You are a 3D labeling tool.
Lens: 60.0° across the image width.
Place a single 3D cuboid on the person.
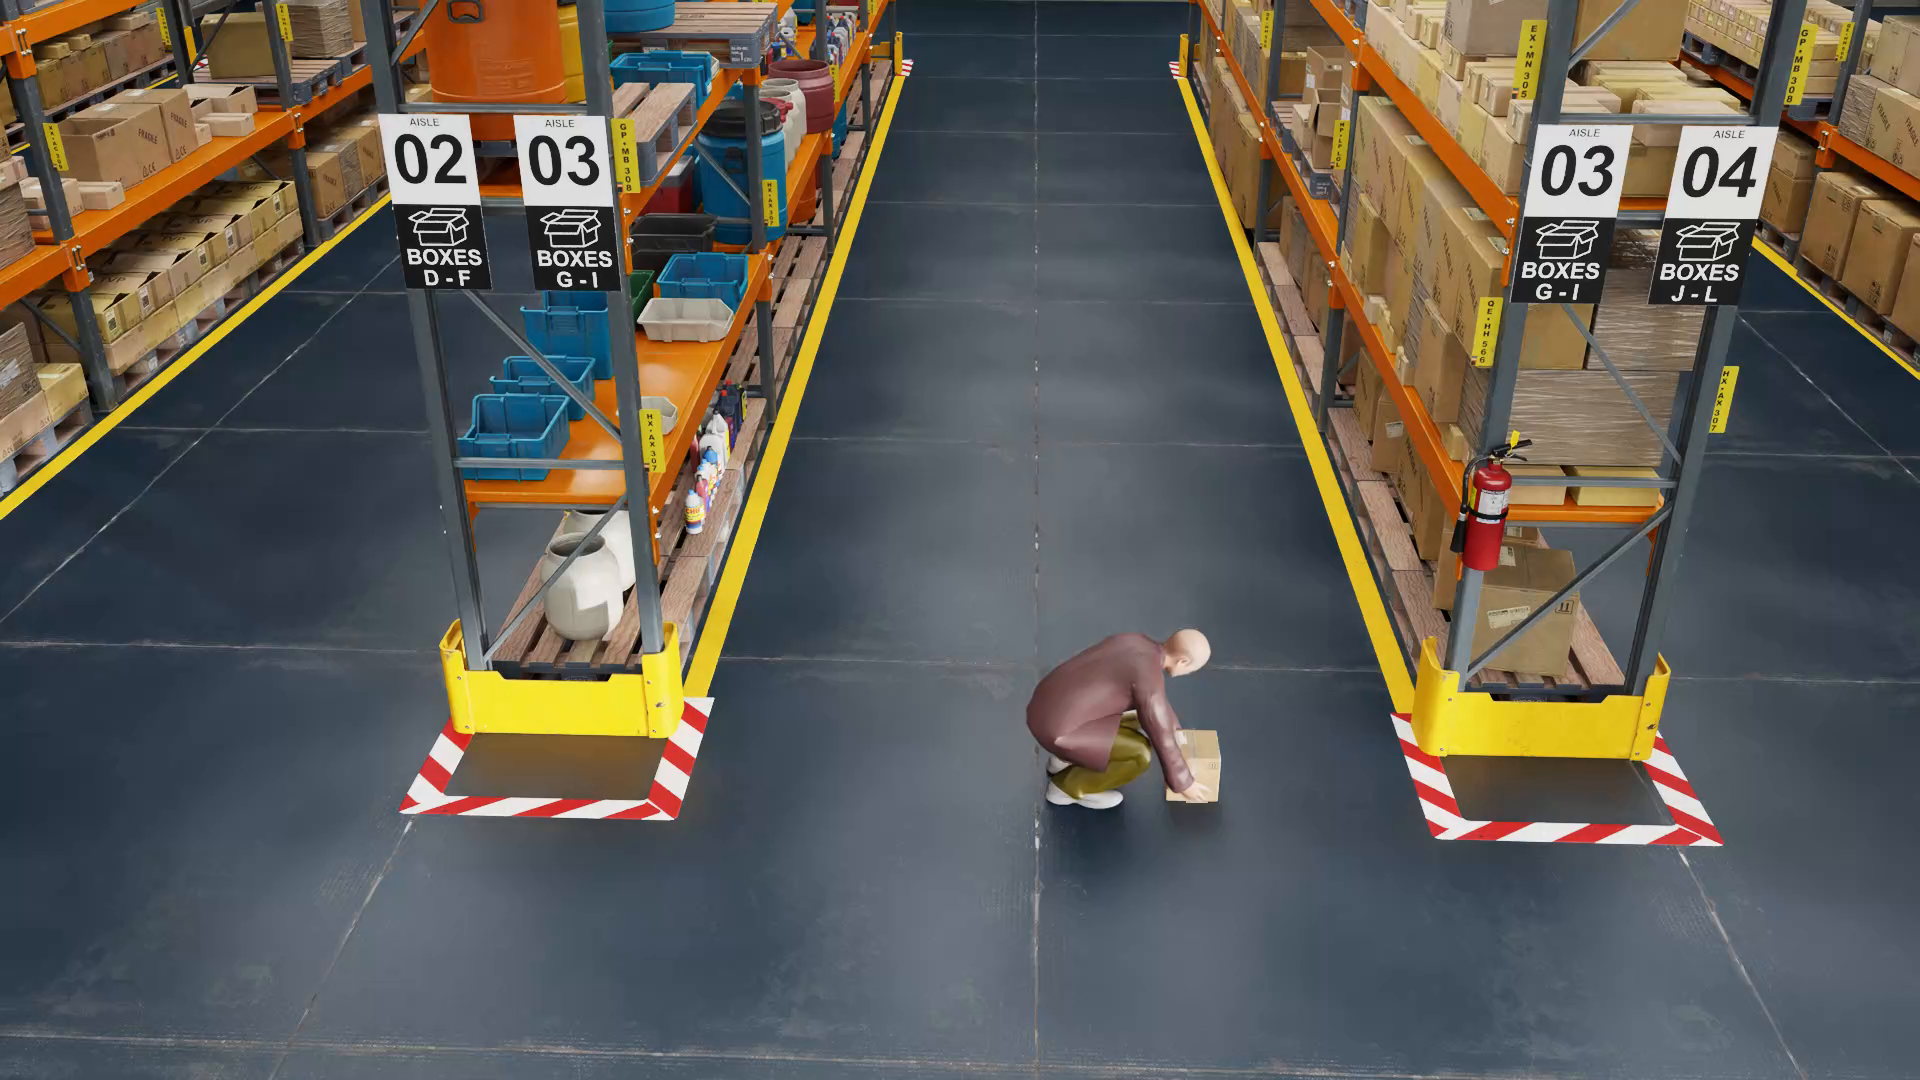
[{"bbox_3d":[0.773,0.850,8.044,0.909,0.882,0.595,1,28,2],"label":"person"}]
